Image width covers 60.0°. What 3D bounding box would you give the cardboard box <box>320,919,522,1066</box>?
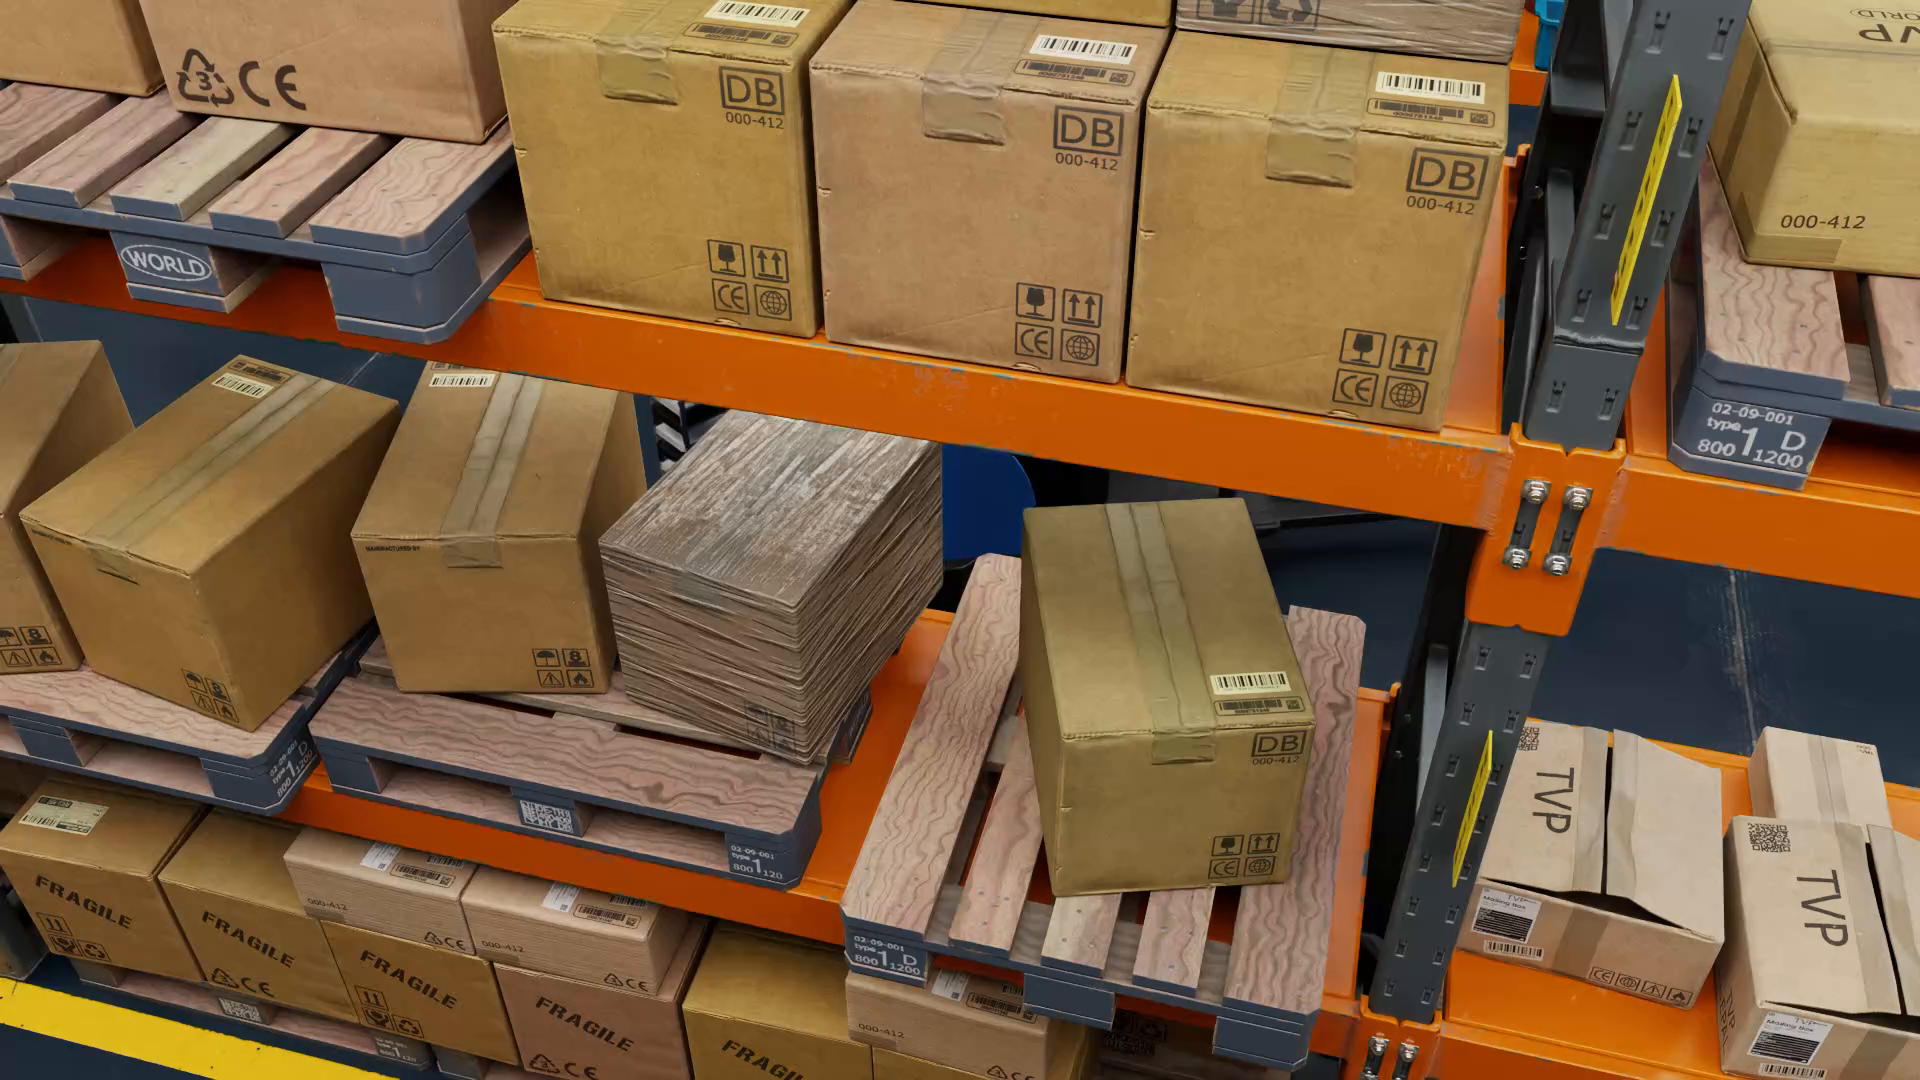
[{"bbox_3d":[-1.407,1.086,4.726,0.500,0.500,0.500,10,41,12],"label":"cardboard box"}]

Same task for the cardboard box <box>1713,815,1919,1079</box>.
[{"bbox_3d":[1.868,0.864,3.458,0.500,0.311,0.500,9,41,11],"label":"cardboard box"}]

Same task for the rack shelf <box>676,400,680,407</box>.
[{"bbox_3d":[-1.053,-0.639,6.442,0.258,0.077,0.200,-32,49,-32],"label":"rack shelf"}]

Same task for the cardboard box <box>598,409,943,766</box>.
[{"bbox_3d":[-0.417,0.057,3.946,0.500,0.500,0.700,17,43,20],"label":"cardboard box"}]

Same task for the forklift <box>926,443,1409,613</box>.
[{"bbox_3d":[0.666,-1.203,5.903,3.031,2.935,1.130,-5,40,-6],"label":"forklift"}]

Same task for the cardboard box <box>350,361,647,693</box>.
[{"bbox_3d":[-1.087,-0.047,4.070,0.500,0.500,0.700,0,40,0],"label":"cardboard box"}]

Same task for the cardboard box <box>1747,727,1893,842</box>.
[{"bbox_3d":[1.994,0.635,3.856,0.250,0.149,0.380,10,41,11],"label":"cardboard box"}]

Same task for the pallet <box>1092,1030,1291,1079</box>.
[{"bbox_3d":[0.343,1.481,4.822,1.213,0.211,1.003,10,41,11],"label":"pallet"}]

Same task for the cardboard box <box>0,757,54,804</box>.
[{"bbox_3d":[-3.159,0.553,5.507,0.500,0.311,0.500,10,41,11],"label":"cardboard box"}]

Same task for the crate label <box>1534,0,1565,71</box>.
[{"bbox_3d":[2.648,-2.148,7.106,0.416,0.233,0.303,10,41,11],"label":"crate label"}]

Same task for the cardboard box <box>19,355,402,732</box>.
[{"bbox_3d":[-1.729,-0.010,4.025,0.500,0.500,0.700,16,43,18],"label":"cardboard box"}]

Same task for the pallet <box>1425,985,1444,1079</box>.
[{"bbox_3d":[1.839,1.790,4.454,1.213,0.211,1.003,10,41,11],"label":"pallet"}]

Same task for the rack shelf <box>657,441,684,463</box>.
[{"bbox_3d":[-1.052,-0.363,6.674,0.258,0.077,0.200,-32,49,-32],"label":"rack shelf"}]

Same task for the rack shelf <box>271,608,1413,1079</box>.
[{"bbox_3d":[-0.878,0.504,4.377,4.000,0.370,1.077,10,41,11],"label":"rack shelf"}]

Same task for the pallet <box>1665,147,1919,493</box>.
[{"bbox_3d":[1.733,-0.458,2.777,1.003,0.211,1.213,12,41,13],"label":"pallet"}]

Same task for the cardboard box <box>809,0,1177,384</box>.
[{"bbox_3d":[0.131,-0.762,2.915,0.500,0.500,0.910,10,41,11],"label":"cardboard box"}]

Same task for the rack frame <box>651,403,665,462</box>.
[{"bbox_3d":[-1.123,-0.505,6.651,0.240,0.900,0.006,-32,49,-32],"label":"rack frame"}]

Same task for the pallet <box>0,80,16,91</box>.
[{"bbox_3d":[-2.198,-1.028,3.456,1.003,0.211,1.213,10,41,11],"label":"pallet"}]

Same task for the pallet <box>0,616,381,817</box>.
[{"bbox_3d":[-2.066,0.170,4.364,1.213,0.211,1.003,10,41,11],"label":"pallet"}]

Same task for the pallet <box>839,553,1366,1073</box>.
[{"bbox_3d":[0.381,0.566,3.893,1.003,0.211,1.213,10,41,11],"label":"pallet"}]

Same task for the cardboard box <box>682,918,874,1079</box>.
[{"bbox_3d":[-0.410,1.254,4.526,0.500,0.500,0.500,8,41,10],"label":"cardboard box"}]

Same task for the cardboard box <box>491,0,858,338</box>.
[{"bbox_3d":[-0.371,-0.849,3.018,0.500,0.500,0.910,10,41,11],"label":"cardboard box"}]

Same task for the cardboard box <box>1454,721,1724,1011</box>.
[{"bbox_3d":[1.394,0.683,3.674,0.500,0.311,0.500,12,42,14],"label":"cardboard box"}]

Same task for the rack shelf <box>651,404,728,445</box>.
[{"bbox_3d":[-1.052,-0.501,6.558,0.258,0.077,0.200,-32,49,-32],"label":"rack shelf"}]

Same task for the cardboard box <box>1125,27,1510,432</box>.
[{"bbox_3d":[0.624,-0.677,2.814,0.500,0.500,0.910,10,41,11],"label":"cardboard box"}]

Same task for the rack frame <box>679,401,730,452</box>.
[{"bbox_3d":[-0.982,-0.410,6.538,0.240,0.900,0.006,-32,49,-32],"label":"rack frame"}]

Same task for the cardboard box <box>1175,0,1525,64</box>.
[{"bbox_3d":[0.634,-1.085,2.522,0.500,0.500,0.500,10,41,11],"label":"cardboard box"}]

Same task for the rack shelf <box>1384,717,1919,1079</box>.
[{"bbox_3d":[2.986,1.169,3.585,4.000,0.370,1.077,10,41,11],"label":"rack shelf"}]

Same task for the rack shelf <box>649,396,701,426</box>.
[{"bbox_3d":[-1.053,-0.570,6.500,0.258,0.077,0.200,-32,49,-32],"label":"rack shelf"}]

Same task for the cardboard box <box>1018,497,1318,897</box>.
[{"bbox_3d":[0.417,0.327,3.623,0.500,0.500,0.700,-3,40,-3],"label":"cardboard box"}]

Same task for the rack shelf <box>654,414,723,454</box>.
[{"bbox_3d":[-1.052,-0.432,6.616,0.258,0.077,0.200,-32,49,-32],"label":"rack shelf"}]

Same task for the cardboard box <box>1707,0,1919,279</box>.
[{"bbox_3d":[1.507,-0.650,2.650,0.500,0.250,0.500,7,41,8],"label":"cardboard box"}]

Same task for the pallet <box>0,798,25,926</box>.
[{"bbox_3d":[-3.473,0.849,5.575,1.213,0.211,1.003,10,41,11],"label":"pallet"}]

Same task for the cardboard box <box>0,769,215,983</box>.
[{"bbox_3d":[-2.406,0.917,4.928,0.500,0.500,0.500,8,41,9],"label":"cardboard box"}]

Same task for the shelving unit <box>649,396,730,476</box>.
[{"bbox_3d":[-1.052,-0.457,6.594,0.258,0.900,0.210,-32,49,-32],"label":"shelving unit"}]

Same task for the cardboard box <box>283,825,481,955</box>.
[{"bbox_3d":[-1.440,0.796,4.488,0.500,0.250,0.500,10,41,12],"label":"cardboard box"}]

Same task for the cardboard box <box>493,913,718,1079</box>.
[{"bbox_3d":[-0.918,1.171,4.625,0.500,0.500,0.500,8,41,10],"label":"cardboard box"}]

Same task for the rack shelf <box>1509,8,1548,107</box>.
[{"bbox_3d":[4.270,-1.907,7.248,4.000,0.370,1.077,10,41,11],"label":"rack shelf"}]

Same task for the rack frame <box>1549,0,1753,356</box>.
[{"bbox_3d":[1.054,-1.736,1.820,0.127,3.000,1.000,10,41,11],"label":"rack frame"}]

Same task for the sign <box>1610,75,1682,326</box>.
[{"bbox_3d":[0.912,-0.449,2.217,0.005,0.325,0.100,10,41,11],"label":"sign"}]

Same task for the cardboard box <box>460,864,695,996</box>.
[{"bbox_3d":[-0.955,0.879,4.390,0.500,0.250,0.500,9,41,11],"label":"cardboard box"}]

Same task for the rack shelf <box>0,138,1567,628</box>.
[{"bbox_3d":[-0.878,-0.644,3.412,4.000,0.370,1.077,10,41,11],"label":"rack shelf"}]

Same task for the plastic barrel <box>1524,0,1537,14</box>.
[{"bbox_3d":[2.865,-2.679,7.501,0.708,0.536,0.600,10,41,11],"label":"plastic barrel"}]

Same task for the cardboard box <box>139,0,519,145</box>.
[{"bbox_3d":[-1.053,-1.140,2.961,0.600,0.600,0.600,8,41,10],"label":"cardboard box"}]

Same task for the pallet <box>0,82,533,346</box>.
[{"bbox_3d":[-1.195,-0.858,3.253,1.003,0.211,1.213,10,41,11],"label":"pallet"}]

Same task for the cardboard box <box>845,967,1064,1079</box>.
[{"bbox_3d":[0.035,1.046,4.190,0.500,0.250,0.500,11,41,13],"label":"cardboard box"}]

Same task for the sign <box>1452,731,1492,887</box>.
[{"bbox_3d":[0.923,0.487,2.999,0.005,0.325,0.100,10,41,11],"label":"sign"}]

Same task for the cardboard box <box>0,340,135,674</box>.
[{"bbox_3d":[-2.410,-0.085,4.115,0.500,0.500,0.700,-3,40,-3],"label":"cardboard box"}]

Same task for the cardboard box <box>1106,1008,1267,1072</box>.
[{"bbox_3d":[0.688,1.097,4.713,0.500,0.500,0.500,11,41,13],"label":"cardboard box"}]

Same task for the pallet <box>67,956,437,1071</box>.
[{"bbox_3d":[-2.014,1.076,5.305,1.213,0.211,1.003,10,41,11],"label":"pallet"}]

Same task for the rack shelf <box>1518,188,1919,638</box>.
[{"bbox_3d":[2.986,0.021,2.620,4.000,0.370,1.077,10,41,11],"label":"rack shelf"}]

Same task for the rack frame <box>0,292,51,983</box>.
[{"bbox_3d":[-2.810,-0.104,4.541,0.127,3.000,1.000,10,41,11],"label":"rack frame"}]

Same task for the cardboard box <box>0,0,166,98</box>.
[{"bbox_3d":[-1.691,-1.263,3.107,0.600,0.600,0.600,9,41,11],"label":"cardboard box"}]

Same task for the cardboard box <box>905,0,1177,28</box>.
[{"bbox_3d":[0.142,-1.170,2.623,0.500,0.500,0.500,10,41,11],"label":"cardboard box"}]

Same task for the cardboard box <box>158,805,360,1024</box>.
[{"bbox_3d":[-1.887,0.999,4.830,0.500,0.500,0.500,10,41,12],"label":"cardboard box"}]

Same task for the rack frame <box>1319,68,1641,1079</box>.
[{"bbox_3d":[1.054,0.561,3.749,0.127,3.000,1.000,10,41,11],"label":"rack frame"}]

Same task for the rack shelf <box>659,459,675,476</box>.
[{"bbox_3d":[-1.052,-0.294,6.731,0.258,0.077,0.200,-32,49,-32],"label":"rack shelf"}]

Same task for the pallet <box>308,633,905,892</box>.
[{"bbox_3d":[-0.826,0.314,4.193,1.213,0.211,1.003,10,41,11],"label":"pallet"}]

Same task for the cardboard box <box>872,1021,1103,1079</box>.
[{"bbox_3d":[0.090,1.340,4.423,0.500,0.500,0.500,11,41,13],"label":"cardboard box"}]

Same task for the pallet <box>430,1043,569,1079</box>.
[{"bbox_3d":[-0.832,1.277,5.065,1.213,0.211,1.003,10,41,11],"label":"pallet"}]
